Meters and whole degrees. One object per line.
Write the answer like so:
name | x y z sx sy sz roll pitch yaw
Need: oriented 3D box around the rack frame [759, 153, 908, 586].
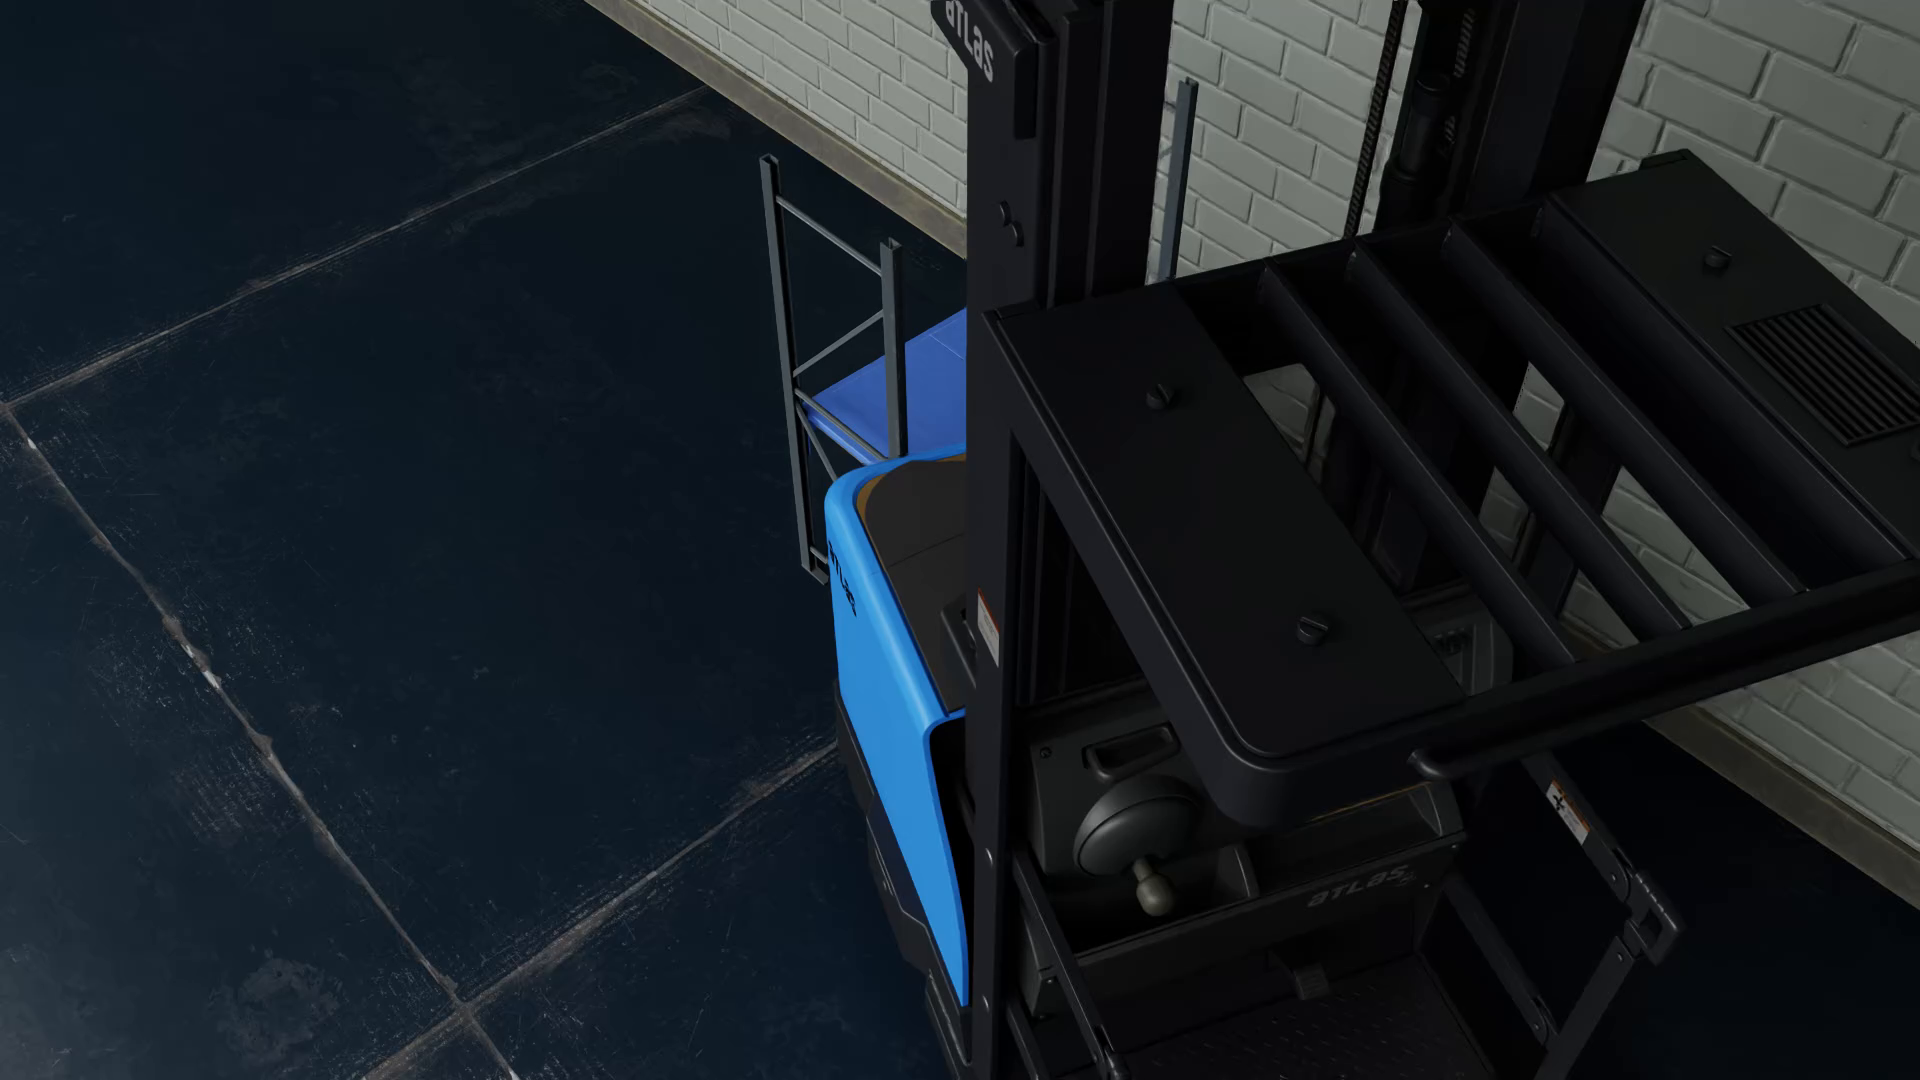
rack frame | -0.313 -0.299 4.506 0.032 1.500 0.500 -34 56 -27

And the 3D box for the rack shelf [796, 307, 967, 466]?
rack shelf | 0.063 -0.429 4.870 1.000 0.185 0.538 -34 56 -27

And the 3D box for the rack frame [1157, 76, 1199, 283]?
rack frame | 0.439 -0.802 4.970 0.032 1.500 0.500 -34 56 -27

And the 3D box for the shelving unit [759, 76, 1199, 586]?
shelving unit | 0.063 -0.551 4.738 1.048 1.500 0.538 -34 56 -27

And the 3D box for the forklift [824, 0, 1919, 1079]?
forklift | 0.639 0.480 2.812 1.130 2.935 3.031 -15 49 -13
